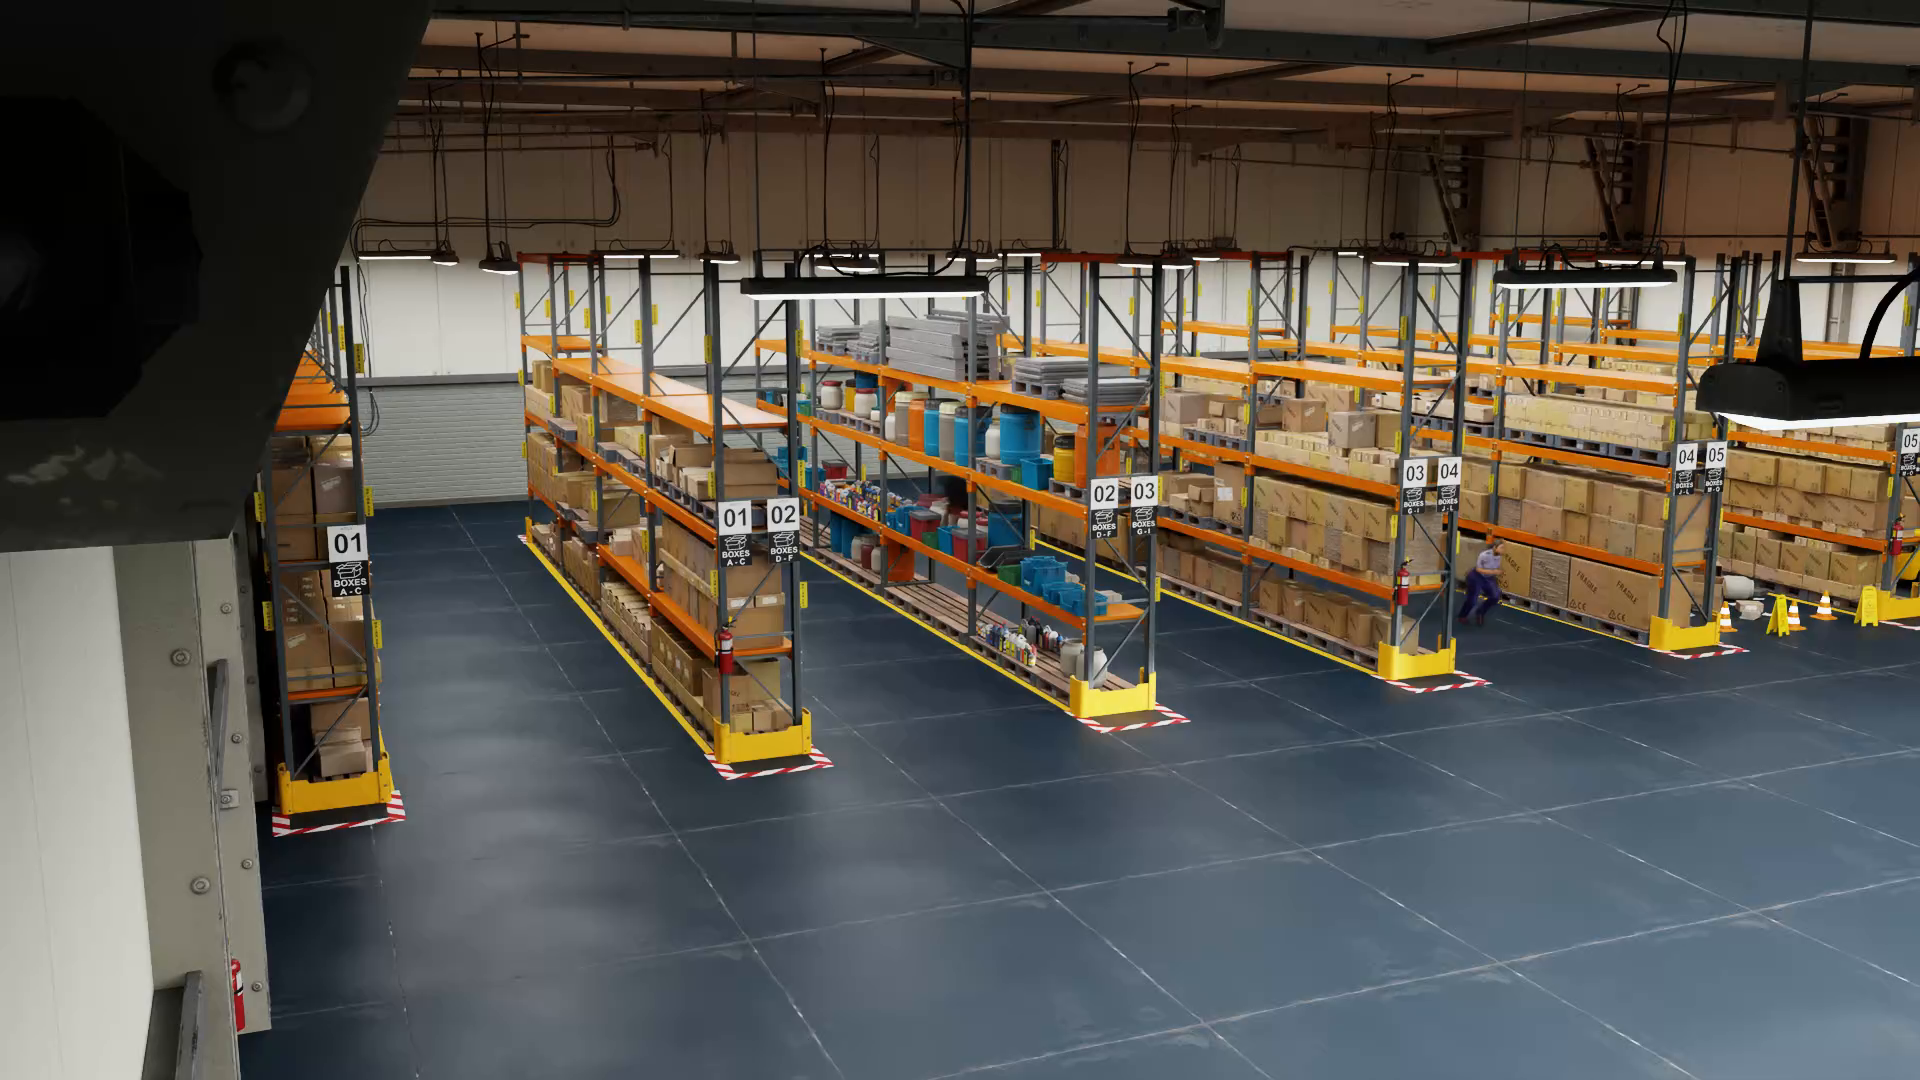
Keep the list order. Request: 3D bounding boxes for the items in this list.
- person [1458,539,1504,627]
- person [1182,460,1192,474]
[{"bbox_3d":[8.568,0.682,27.163,0.640,1.509,0.915,-6,12,-29],"label":"person"},{"bbox_3d":[4.642,-0.800,34.598,0.685,1.764,0.631,-6,12,-28],"label":"person"}]
